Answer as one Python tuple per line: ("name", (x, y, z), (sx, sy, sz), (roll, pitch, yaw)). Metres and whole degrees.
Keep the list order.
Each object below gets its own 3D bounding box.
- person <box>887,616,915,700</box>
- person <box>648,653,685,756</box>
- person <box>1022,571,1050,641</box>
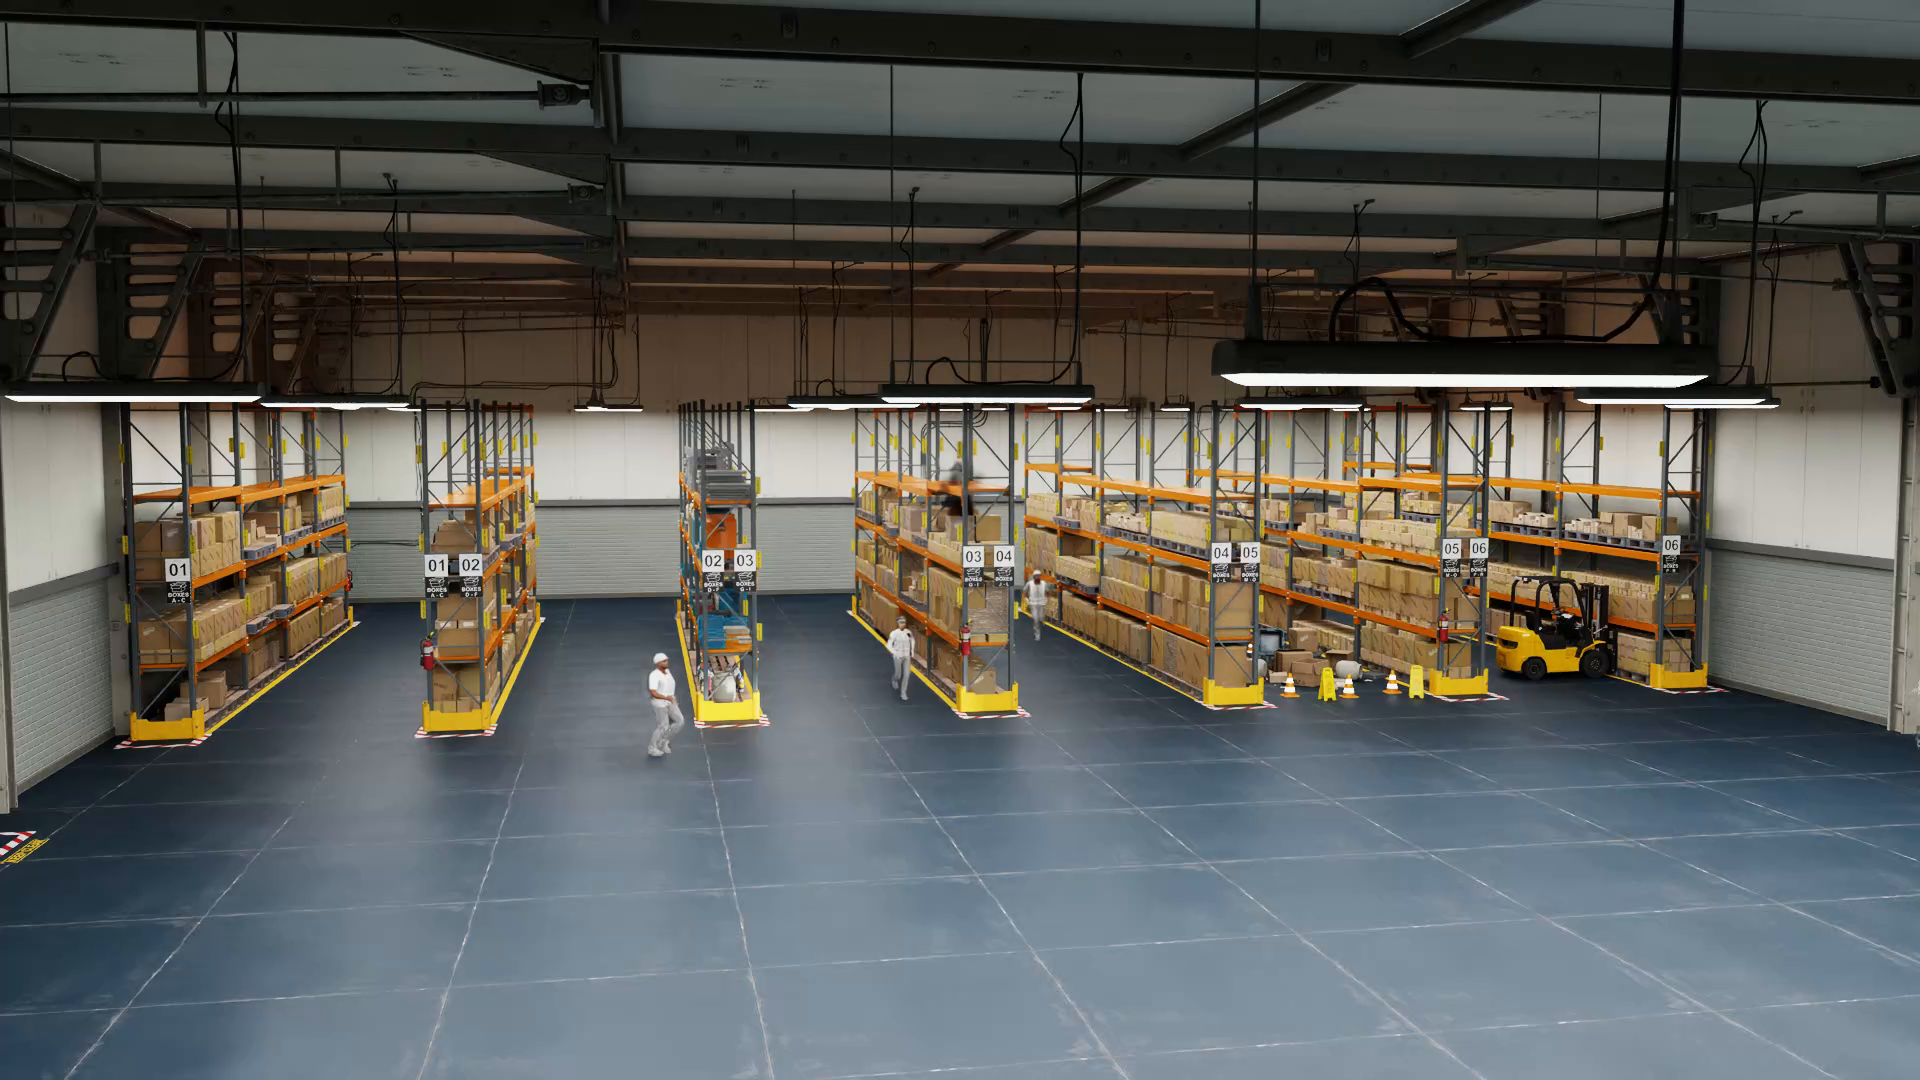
("person", (-1.177, 2.364, 33.673), (0.617, 1.682, 0.747), (-1, 4, -16))
("person", (-4.943, 2.747, 27.857), (0.617, 1.725, 0.702), (2, 5, 19))
("person", (1.948, 1.652, 42.398), (0.694, 1.764, 0.748), (-1, 4, -9))
